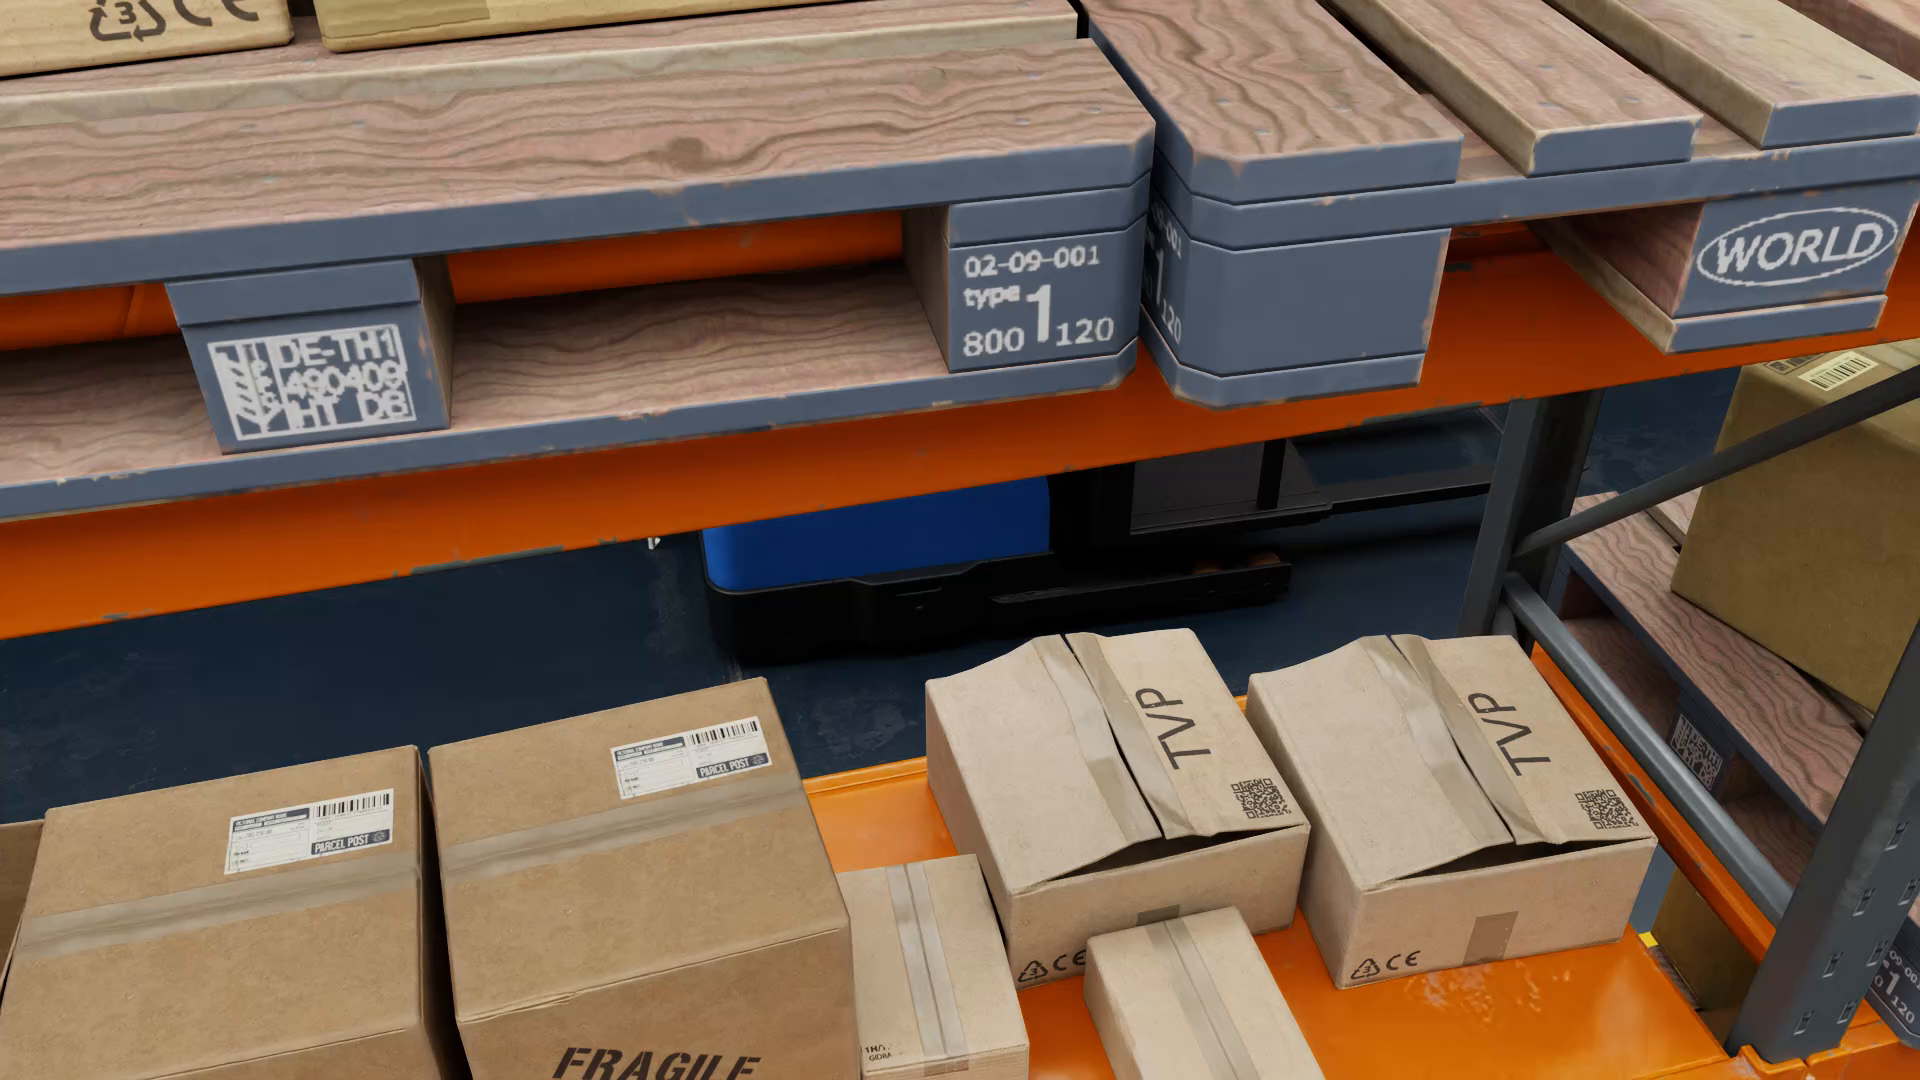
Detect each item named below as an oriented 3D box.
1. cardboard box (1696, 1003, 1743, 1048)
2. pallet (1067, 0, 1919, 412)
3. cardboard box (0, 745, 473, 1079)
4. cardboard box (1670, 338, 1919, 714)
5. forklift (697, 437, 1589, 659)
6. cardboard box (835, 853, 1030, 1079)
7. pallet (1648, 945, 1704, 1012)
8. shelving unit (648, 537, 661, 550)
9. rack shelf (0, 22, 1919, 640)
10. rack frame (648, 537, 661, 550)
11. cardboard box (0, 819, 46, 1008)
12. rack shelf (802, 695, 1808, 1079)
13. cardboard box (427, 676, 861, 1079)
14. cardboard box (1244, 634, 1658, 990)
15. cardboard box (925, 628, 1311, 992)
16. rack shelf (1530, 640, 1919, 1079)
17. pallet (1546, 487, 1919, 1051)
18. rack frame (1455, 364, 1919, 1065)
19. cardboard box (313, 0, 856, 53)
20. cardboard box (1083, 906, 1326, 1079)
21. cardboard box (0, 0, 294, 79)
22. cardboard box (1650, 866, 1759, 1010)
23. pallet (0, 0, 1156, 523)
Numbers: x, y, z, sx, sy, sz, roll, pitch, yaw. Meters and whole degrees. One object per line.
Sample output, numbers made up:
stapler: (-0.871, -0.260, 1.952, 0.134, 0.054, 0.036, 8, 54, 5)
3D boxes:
cardboard box: (1.675, 1.270, 3.317, 0.500, 0.500, 0.500, -8, 38, -10)
pallet: (0.529, -0.601, 1.753, 1.003, 0.211, 1.213, -8, 38, -10)
cardboard box: (-0.963, 0.675, 2.317, 0.500, 0.500, 0.500, -9, 38, -12)
cardboard box: (1.739, -0.016, 2.875, 0.500, 0.500, 0.700, -23, 43, -27)
forklift: (0.614, -1.243, 4.963, 3.031, 2.935, 1.130, -7, 38, -10)
cardboard box: (-0.056, 0.691, 2.585, 0.250, 0.149, 0.380, -7, 38, -9)
pallet: (1.891, 1.367, 3.789, 1.213, 0.211, 1.003, -9, 38, -12)
shelving unit: (-1.248, -0.564, 5.499, 0.503, 1.200, 0.258, 12, 39, 16)
rack shelf: (-0.770, -0.233, 1.709, 4.000, 0.370, 1.077, -9, 38, -12)
rack frame: (-1.019, -0.513, 5.433, 0.015, 1.200, 0.240, 12, 39, 16)
cardboard box: (-1.447, 0.754, 2.213, 0.500, 0.500, 0.500, -7, 38, -9)
rack shelf: (-0.770, 0.958, 2.620, 4.000, 0.370, 1.077, -9, 38, -12)
cardboard box: (-0.455, 0.592, 2.426, 0.500, 0.500, 0.500, -11, 39, -14)
cardboard box: (0.798, 0.423, 2.801, 0.500, 0.311, 0.500, -7, 38, -9)
cardboard box: (0.247, 0.419, 2.806, 0.500, 0.311, 0.500, -10, 38, -12)
rack shelf: (3.091, 0.325, 3.449, 4.000, 0.370, 1.077, -9, 38, -12)
pallet: (1.797, 0.284, 3.068, 1.003, 0.211, 1.213, -9, 38, -12)
rack frame: (1.161, 0.356, 2.816, 0.127, 3.000, 1.000, -9, 38, -12)
cardboard box: (-0.319, -0.660, 1.453, 0.500, 0.250, 0.500, -10, 39, -13)
cardboard box: (0.364, 0.760, 2.494, 0.250, 0.149, 0.380, -9, 38, -12)
cardboard box: (-0.839, -0.576, 1.343, 0.500, 0.250, 0.500, -12, 39, -16)
cardboard box: (2.002, 0.888, 3.815, 0.500, 0.500, 0.500, -8, 38, -10)
pallet: (-0.550, -0.422, 1.519, 1.213, 0.211, 1.003, -8, 38, -10)
